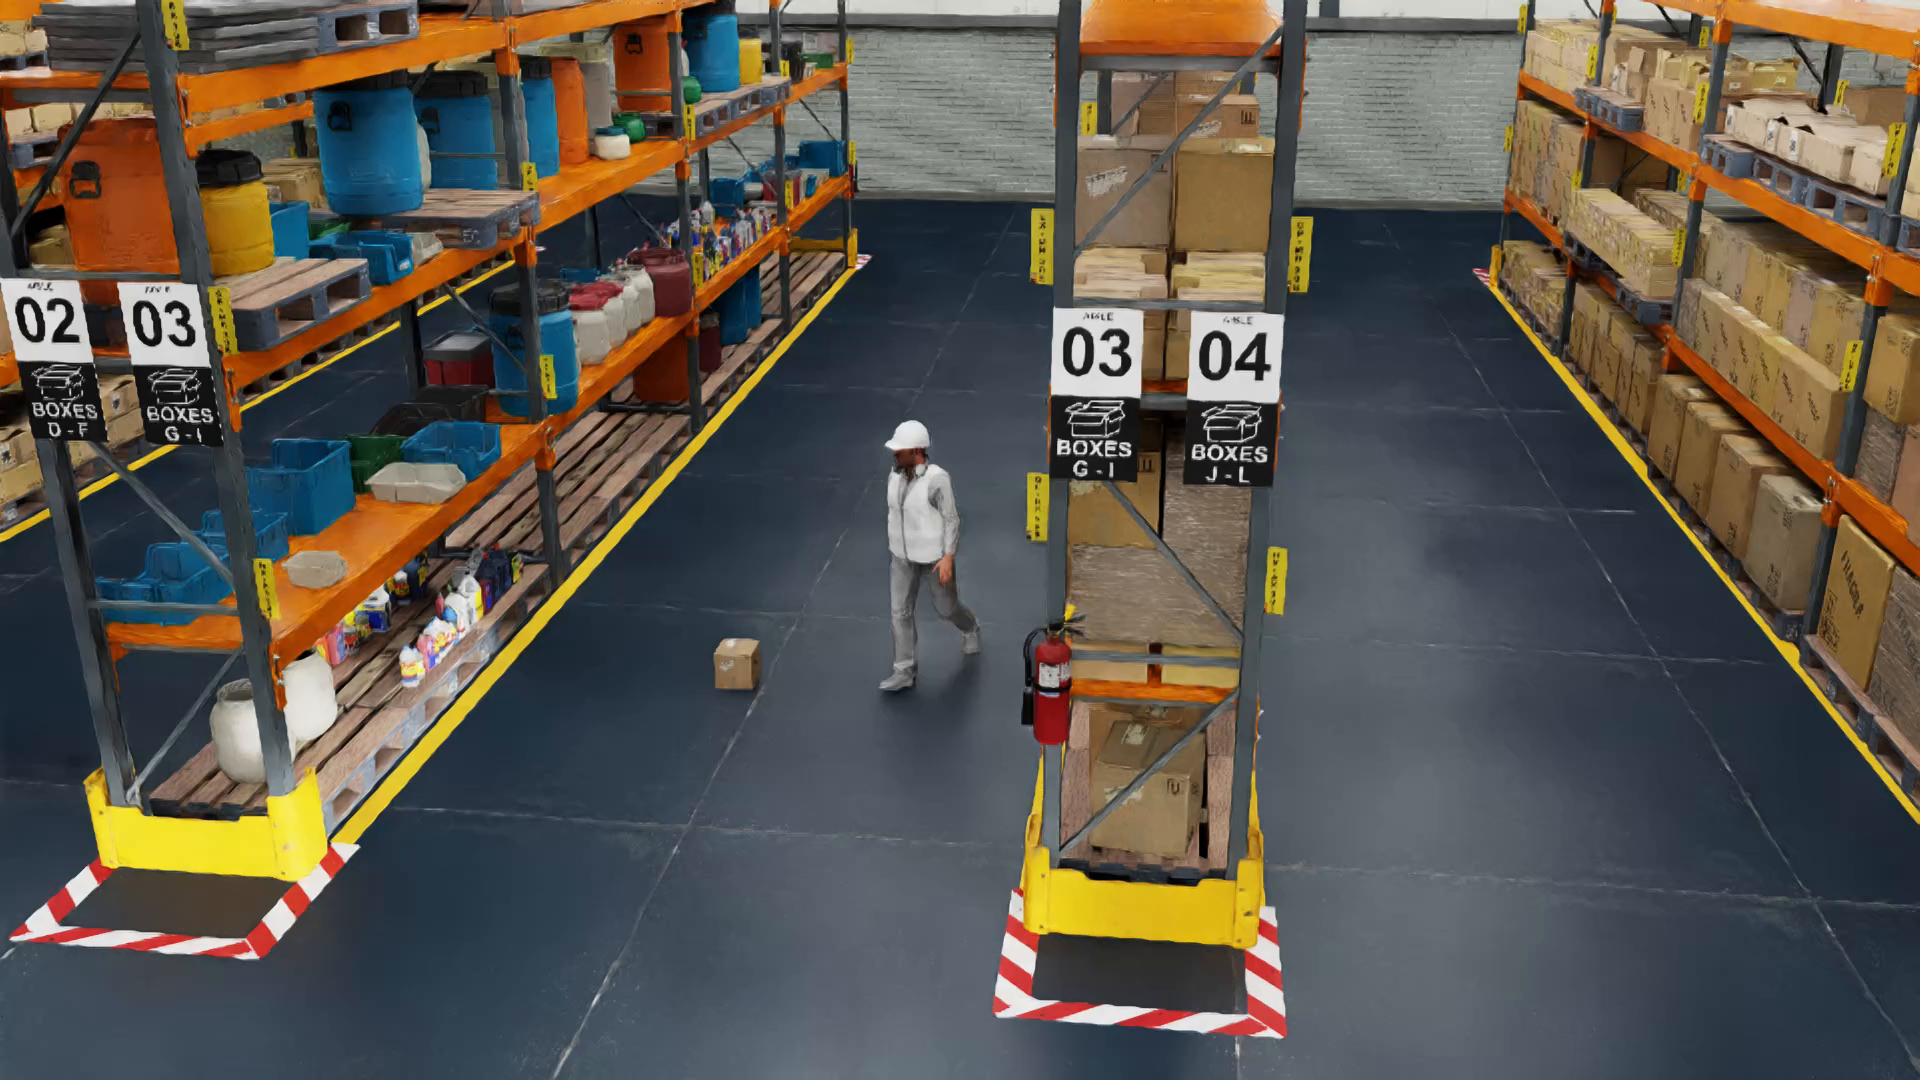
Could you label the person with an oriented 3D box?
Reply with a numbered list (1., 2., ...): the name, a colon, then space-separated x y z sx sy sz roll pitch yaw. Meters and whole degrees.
1. person: -0.219 0.074 10.873 0.640 1.745 0.976 13 25 31
